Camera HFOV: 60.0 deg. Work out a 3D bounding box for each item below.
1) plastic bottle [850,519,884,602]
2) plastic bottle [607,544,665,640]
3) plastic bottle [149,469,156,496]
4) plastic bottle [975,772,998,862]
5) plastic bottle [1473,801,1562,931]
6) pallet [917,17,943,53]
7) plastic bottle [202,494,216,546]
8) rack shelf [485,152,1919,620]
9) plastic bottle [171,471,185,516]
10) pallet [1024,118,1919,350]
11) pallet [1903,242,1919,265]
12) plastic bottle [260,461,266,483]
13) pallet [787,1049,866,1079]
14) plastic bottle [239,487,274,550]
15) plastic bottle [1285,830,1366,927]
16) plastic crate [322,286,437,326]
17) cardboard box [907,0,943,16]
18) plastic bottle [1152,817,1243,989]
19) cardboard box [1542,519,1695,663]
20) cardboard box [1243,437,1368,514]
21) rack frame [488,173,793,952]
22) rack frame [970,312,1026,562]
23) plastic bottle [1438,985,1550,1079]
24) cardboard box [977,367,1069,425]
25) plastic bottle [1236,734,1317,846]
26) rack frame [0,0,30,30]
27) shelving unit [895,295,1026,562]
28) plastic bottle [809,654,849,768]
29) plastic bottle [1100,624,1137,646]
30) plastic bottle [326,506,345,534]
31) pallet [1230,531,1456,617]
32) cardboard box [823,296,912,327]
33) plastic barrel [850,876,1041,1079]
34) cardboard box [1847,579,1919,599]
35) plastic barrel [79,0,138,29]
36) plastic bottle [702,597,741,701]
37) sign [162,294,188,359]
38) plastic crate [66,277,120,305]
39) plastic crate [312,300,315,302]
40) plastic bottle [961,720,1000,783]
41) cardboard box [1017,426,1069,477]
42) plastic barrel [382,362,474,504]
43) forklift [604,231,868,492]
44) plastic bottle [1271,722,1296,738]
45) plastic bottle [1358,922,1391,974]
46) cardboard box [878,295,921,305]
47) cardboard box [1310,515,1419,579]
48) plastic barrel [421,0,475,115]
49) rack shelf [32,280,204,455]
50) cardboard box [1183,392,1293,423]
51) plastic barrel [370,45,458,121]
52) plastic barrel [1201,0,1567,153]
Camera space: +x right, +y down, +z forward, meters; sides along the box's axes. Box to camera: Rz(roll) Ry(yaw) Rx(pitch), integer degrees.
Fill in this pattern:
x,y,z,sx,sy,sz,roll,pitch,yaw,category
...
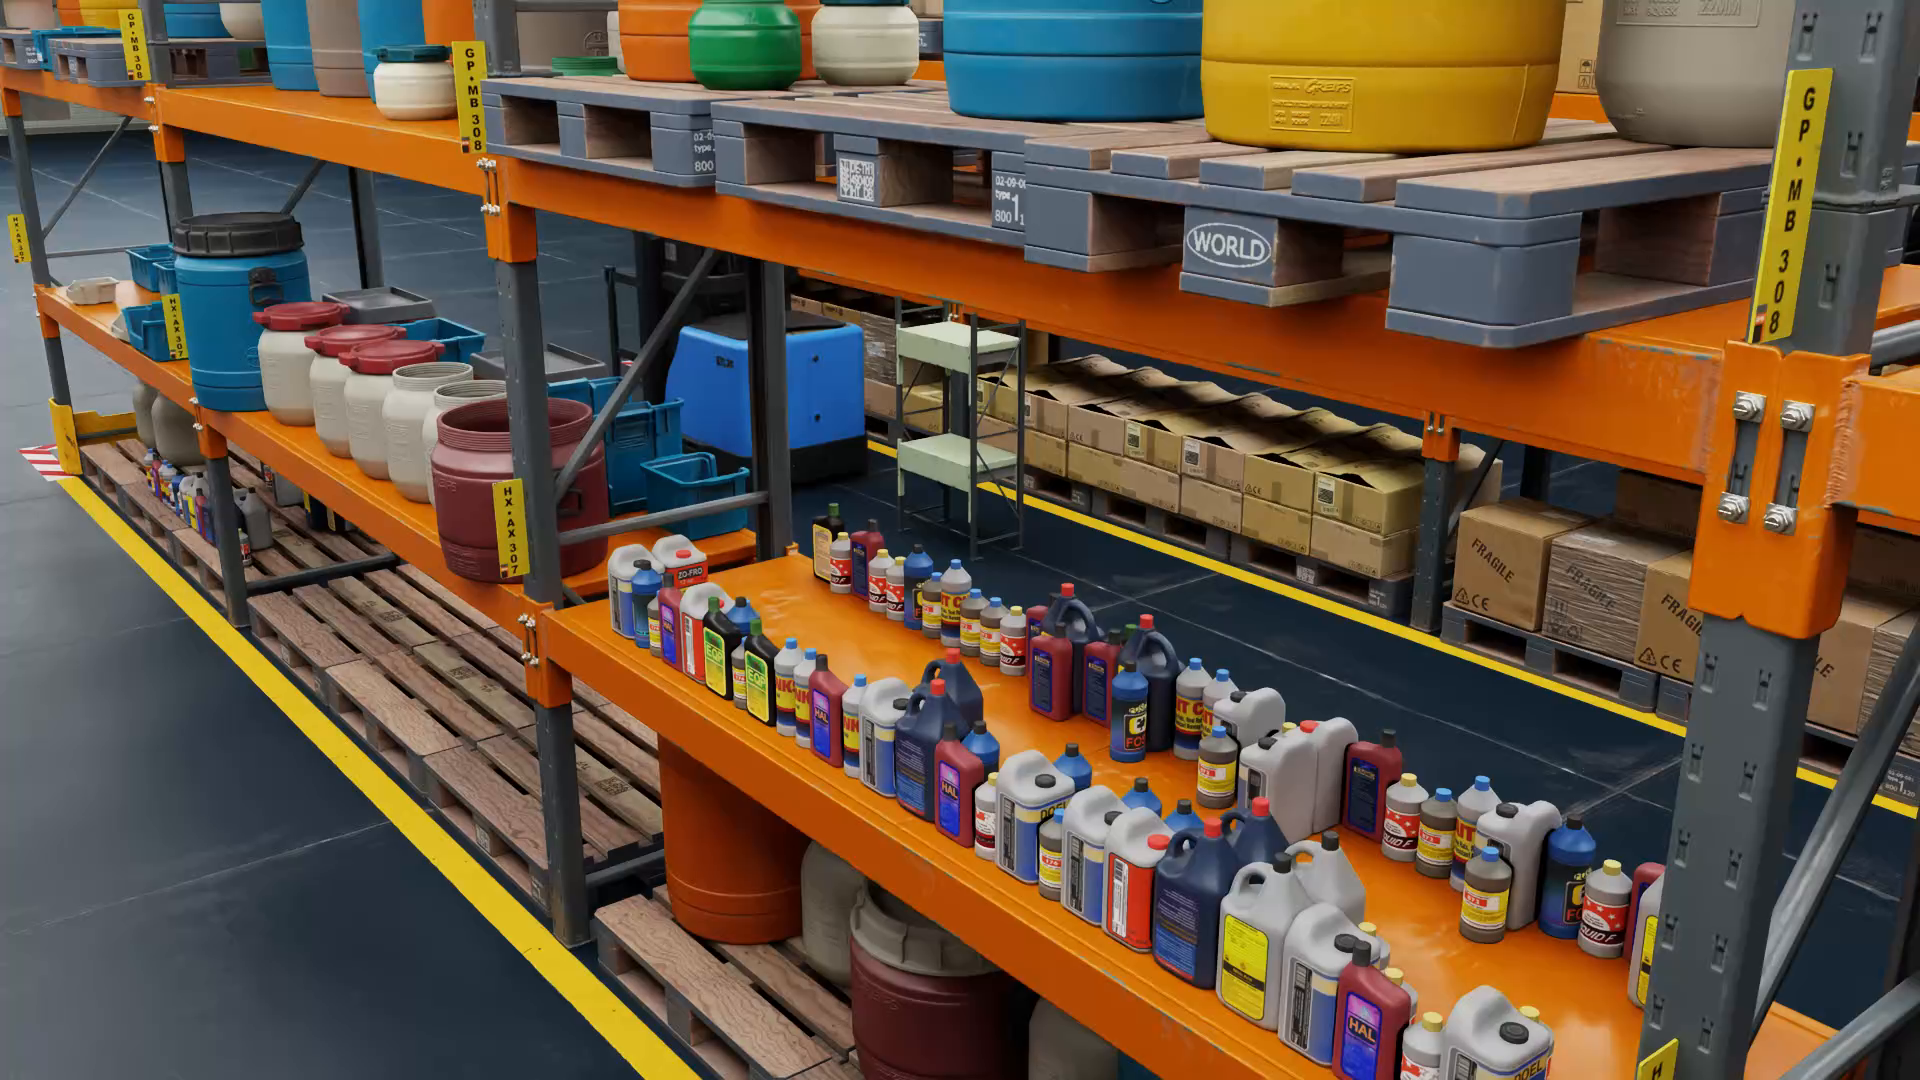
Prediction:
x,y,z,sx,sy,sz,roll,pitch,yaw,category
-0.312,0.060,5.594,0.061,0.283,0.133,-14,23,-36,plastic bottle
-1.026,0.160,5.304,0.152,0.276,0.135,-14,23,-36,plastic bottle
-5.062,-0.387,10.511,0.097,0.201,0.097,0,18,0,plastic bottle
0.084,0.650,3.944,0.097,0.201,0.097,0,18,0,plastic bottle
1.227,0.698,3.681,0.152,0.276,0.135,-14,23,-36,plastic bottle
-0.189,-3.607,11.852,1.003,0.211,1.213,-14,23,-36,pallet
-4.269,-0.155,9.573,0.144,0.351,0.185,-15,24,-39,plastic bottle
0.201,-0.658,3.950,1.077,0.370,4.000,-14,23,-36,rack shelf
-4.726,-0.287,10.096,0.097,0.271,0.097,0,18,0,plastic bottle
0.879,-0.591,2.904,1.213,0.211,1.003,-14,23,-36,pallet
6.199,-2.066,12.134,1.213,0.211,1.003,-14,23,-36,pallet
-4.472,-0.503,10.732,0.061,0.283,0.133,-14,23,-36,plastic bottle
0.235,1.742,4.765,1.003,0.211,1.213,-14,23,-36,pallet
-4.037,-0.136,9.515,0.144,0.351,0.185,-14,23,-36,plastic bottle
0.729,0.750,3.404,0.144,0.351,0.185,-14,23,-36,plastic bottle
-2.984,-1.025,8.583,0.402,0.464,0.583,-14,23,-36,plastic crate
-0.080,-3.976,12.077,0.500,0.311,0.500,-16,24,-39,cardboard box
0.501,0.733,3.456,0.144,0.351,0.185,-14,23,-36,plastic bottle
3.233,0.240,8.144,0.500,0.500,0.500,-15,24,-38,cardboard box
1.998,-0.402,9.619,0.500,0.311,0.500,-14,23,-37,cardboard box
-1.041,-0.068,5.797,1.000,3.000,0.127,-14,23,-36,rack frame
0.223,-0.623,9.859,0.400,1.500,0.023,-14,23,-36,rack frame
0.945,0.942,2.942,0.152,0.276,0.135,-14,23,-36,plastic bottle
0.422,-1.029,11.514,0.500,0.311,0.500,-14,23,-36,cardboard box
0.760,0.589,4.008,0.152,0.276,0.135,-14,23,-36,plastic bottle
-6.008,-4.887,10.807,1.000,3.000,0.127,-14,23,-36,rack frame
-0.004,-0.714,10.132,0.431,1.500,0.755,-14,23,-36,shelving unit
-0.344,0.451,4.416,0.061,0.283,0.133,-14,23,-36,plastic bottle
0.452,0.364,4.678,0.061,0.283,0.133,-14,23,-36,plastic bottle
-3.684,-0.191,9.788,0.061,0.283,0.133,-14,23,-36,plastic bottle
2.364,0.079,9.787,1.003,0.211,1.213,-14,23,-36,pallet
-0.713,-1.589,12.903,0.500,0.500,0.500,-14,23,-36,cardboard box
-0.022,1.273,4.915,0.600,0.588,0.708,-14,23,-36,plastic barrel
4.261,0.384,7.707,0.500,0.500,0.500,-15,24,-38,cardboard box
-5.201,-3.496,10.409,0.600,0.588,0.600,0,18,0,plastic barrel
-0.691,0.313,4.831,0.061,0.283,0.133,-14,23,-36,plastic bottle
-3.962,-1.081,8.414,0.100,0.325,0.005,-14,23,-36,sign
-5.705,-1.631,10.936,0.298,0.136,0.250,-14,23,-36,plastic crate
-4.146,-1.343,9.983,0.450,0.188,0.662,-14,23,-36,plastic crate
0.049,0.572,4.068,0.097,0.271,0.097,0,18,0,plastic bottle
0.733,-0.640,11.229,0.500,0.250,0.500,-13,23,-35,cardboard box
-2.108,-0.437,6.732,0.421,0.512,0.421,0,18,0,plastic barrel
-1.971,-2.101,12.046,1.130,2.935,3.031,-15,23,-37,forklift
0.829,0.561,4.212,0.097,0.201,0.097,0,18,0,plastic bottle
0.804,0.859,3.313,0.097,0.201,0.097,0,18,0,plastic bottle
-0.303,-1.691,13.212,0.500,0.500,0.500,-14,23,-36,cardboard box
2.327,-0.010,9.327,0.500,0.250,0.500,-13,23,-35,cardboard box
-1.787,-2.102,6.483,0.600,0.830,0.708,-14,23,-36,plastic barrel
-4.766,-1.205,10.375,1.077,0.370,4.000,-14,23,-36,rack shelf
1.782,-0.761,10.703,0.500,0.311,0.500,-14,23,-37,cardboard box
-2.013,-1.694,6.156,0.301,0.262,0.301,0,18,0,plastic barrel
0.717,-0.980,2.812,0.600,0.588,0.600,0,18,0,plastic barrel
